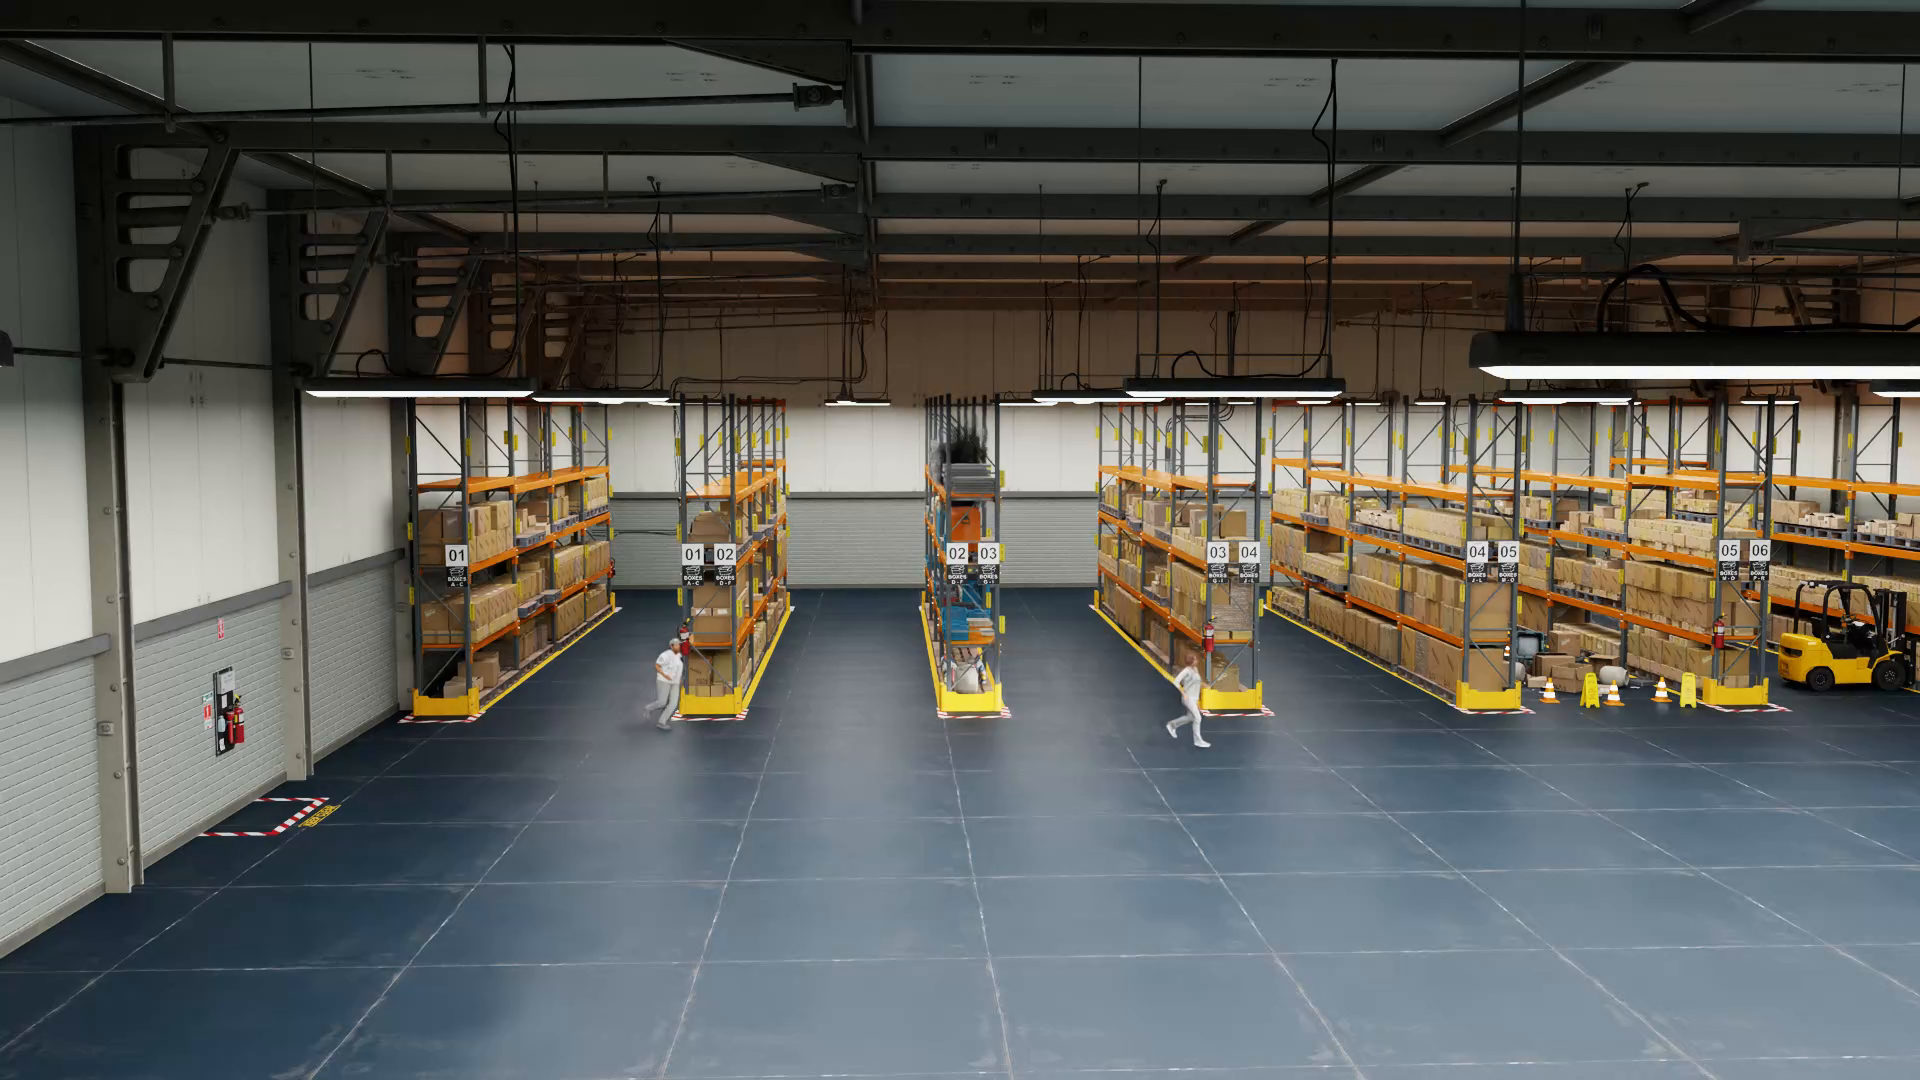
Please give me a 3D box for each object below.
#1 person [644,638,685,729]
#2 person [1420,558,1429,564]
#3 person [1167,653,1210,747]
[{"bbox_3d":[-5.298,2.570,30.068,0.668,1.595,0.674,4,6,42],"label":"person"},{"bbox_3d":[13.813,1.023,49.435,0.554,1.607,0.608,2,5,23],"label":"person"},{"bbox_3d":[3.856,2.700,28.173,0.804,1.569,0.538,3,5,30],"label":"person"}]
